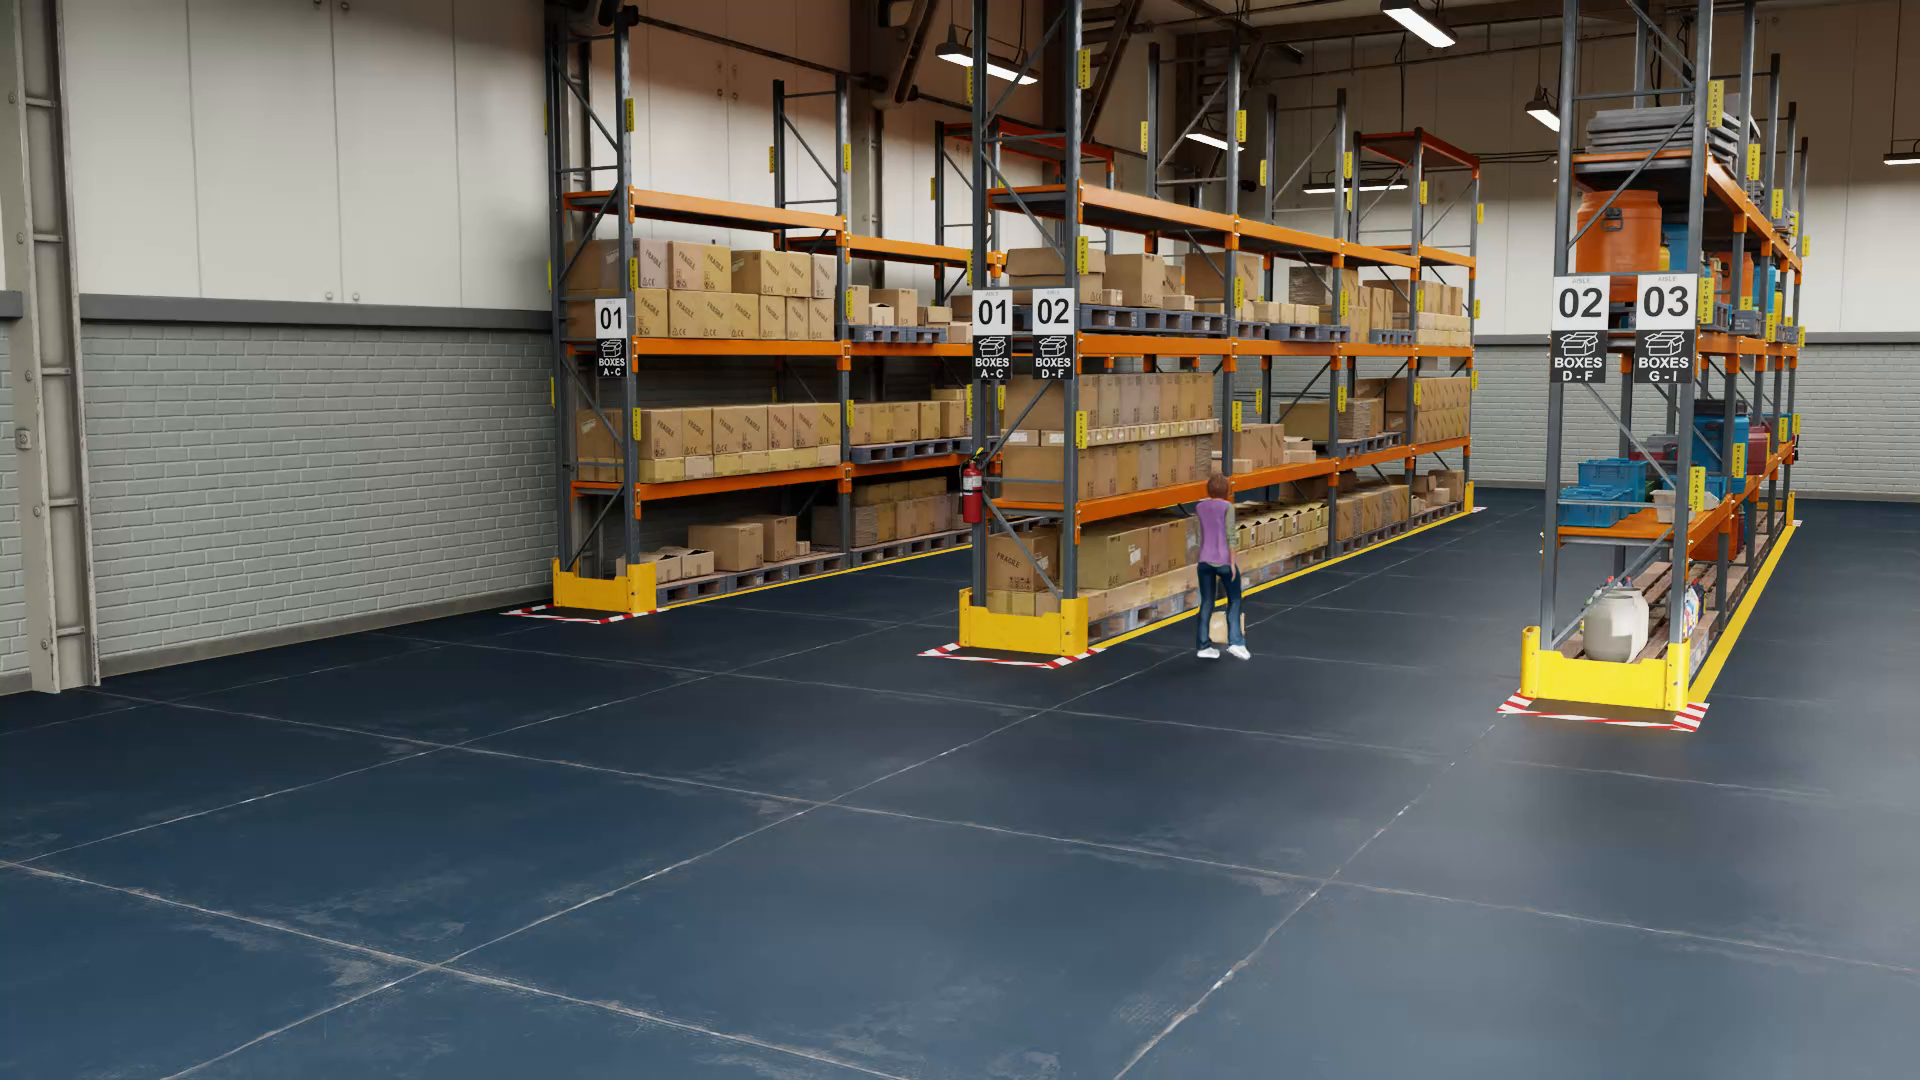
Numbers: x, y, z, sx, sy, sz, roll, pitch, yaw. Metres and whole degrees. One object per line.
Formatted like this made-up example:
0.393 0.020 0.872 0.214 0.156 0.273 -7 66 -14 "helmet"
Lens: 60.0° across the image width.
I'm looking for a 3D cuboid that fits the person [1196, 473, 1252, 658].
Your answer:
2.218 0.250 14.346 0.462 1.644 0.569 4 7 33 "person"
